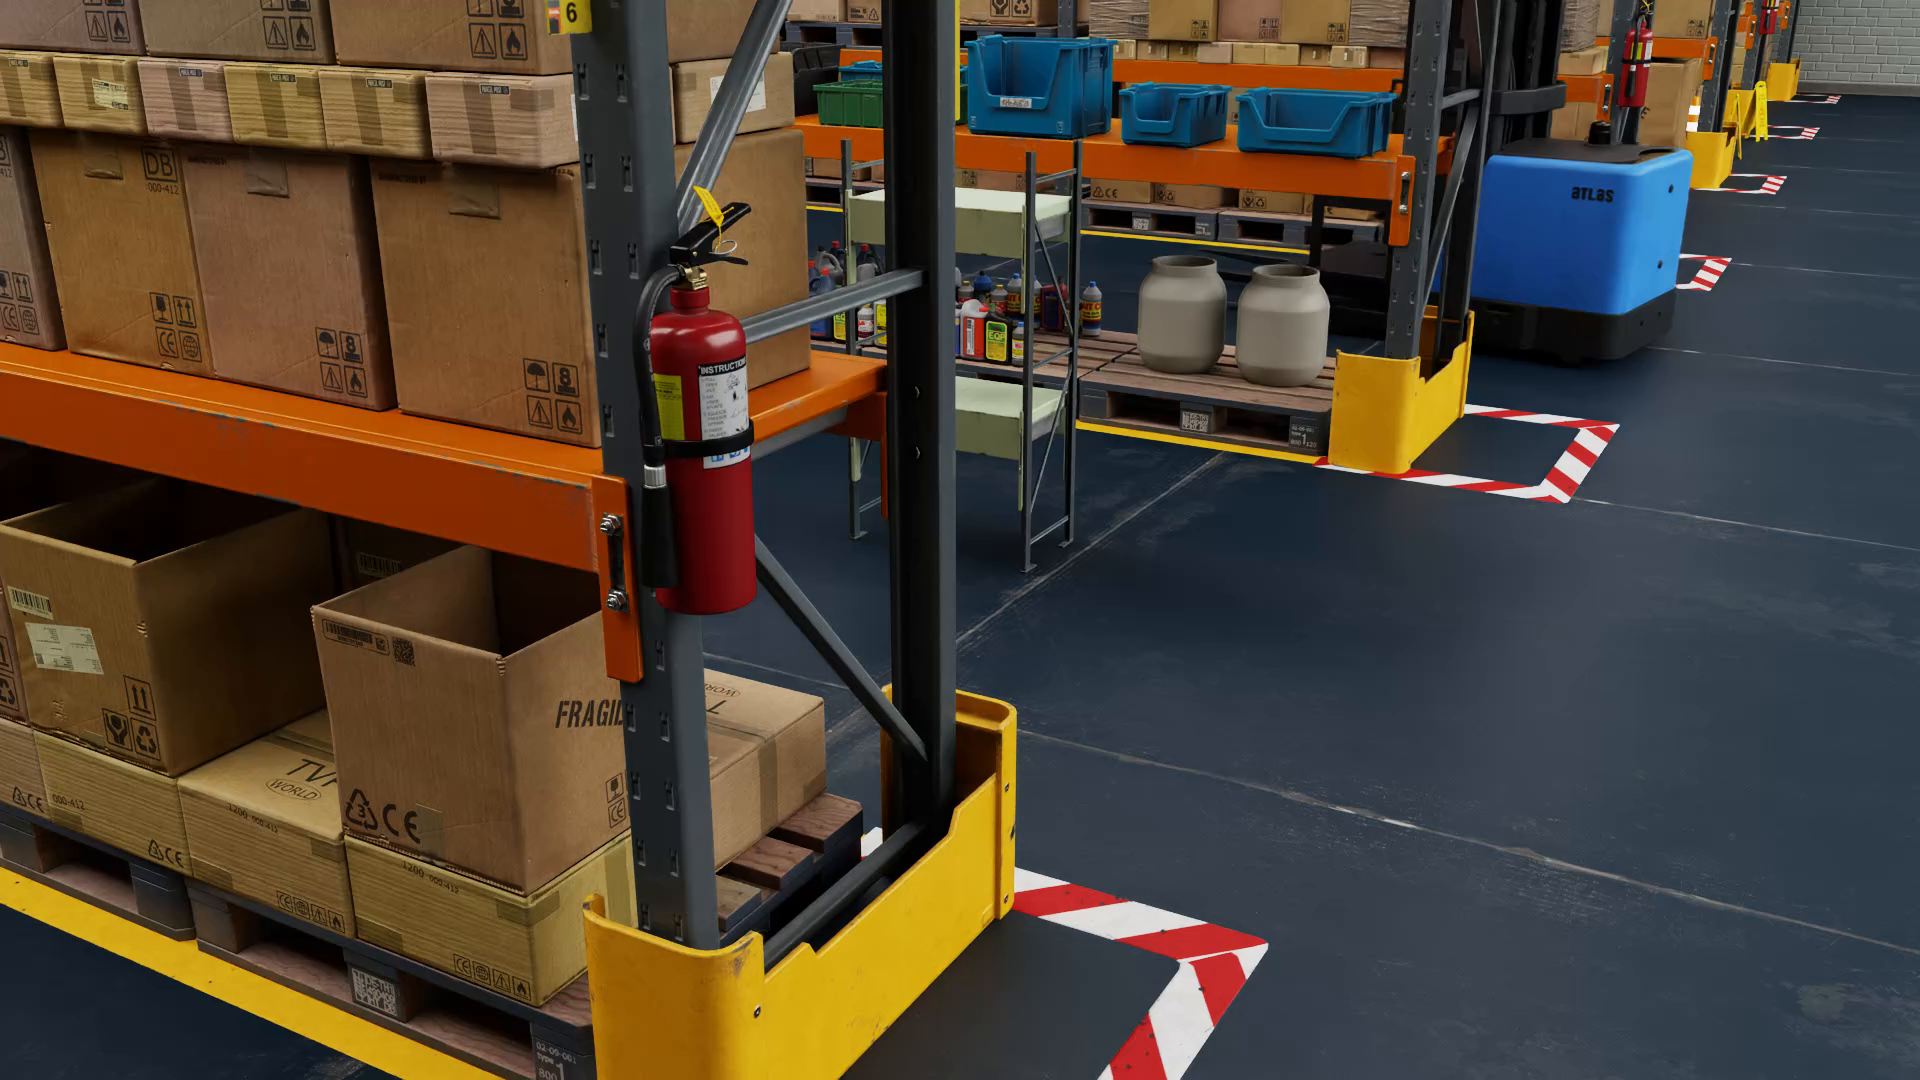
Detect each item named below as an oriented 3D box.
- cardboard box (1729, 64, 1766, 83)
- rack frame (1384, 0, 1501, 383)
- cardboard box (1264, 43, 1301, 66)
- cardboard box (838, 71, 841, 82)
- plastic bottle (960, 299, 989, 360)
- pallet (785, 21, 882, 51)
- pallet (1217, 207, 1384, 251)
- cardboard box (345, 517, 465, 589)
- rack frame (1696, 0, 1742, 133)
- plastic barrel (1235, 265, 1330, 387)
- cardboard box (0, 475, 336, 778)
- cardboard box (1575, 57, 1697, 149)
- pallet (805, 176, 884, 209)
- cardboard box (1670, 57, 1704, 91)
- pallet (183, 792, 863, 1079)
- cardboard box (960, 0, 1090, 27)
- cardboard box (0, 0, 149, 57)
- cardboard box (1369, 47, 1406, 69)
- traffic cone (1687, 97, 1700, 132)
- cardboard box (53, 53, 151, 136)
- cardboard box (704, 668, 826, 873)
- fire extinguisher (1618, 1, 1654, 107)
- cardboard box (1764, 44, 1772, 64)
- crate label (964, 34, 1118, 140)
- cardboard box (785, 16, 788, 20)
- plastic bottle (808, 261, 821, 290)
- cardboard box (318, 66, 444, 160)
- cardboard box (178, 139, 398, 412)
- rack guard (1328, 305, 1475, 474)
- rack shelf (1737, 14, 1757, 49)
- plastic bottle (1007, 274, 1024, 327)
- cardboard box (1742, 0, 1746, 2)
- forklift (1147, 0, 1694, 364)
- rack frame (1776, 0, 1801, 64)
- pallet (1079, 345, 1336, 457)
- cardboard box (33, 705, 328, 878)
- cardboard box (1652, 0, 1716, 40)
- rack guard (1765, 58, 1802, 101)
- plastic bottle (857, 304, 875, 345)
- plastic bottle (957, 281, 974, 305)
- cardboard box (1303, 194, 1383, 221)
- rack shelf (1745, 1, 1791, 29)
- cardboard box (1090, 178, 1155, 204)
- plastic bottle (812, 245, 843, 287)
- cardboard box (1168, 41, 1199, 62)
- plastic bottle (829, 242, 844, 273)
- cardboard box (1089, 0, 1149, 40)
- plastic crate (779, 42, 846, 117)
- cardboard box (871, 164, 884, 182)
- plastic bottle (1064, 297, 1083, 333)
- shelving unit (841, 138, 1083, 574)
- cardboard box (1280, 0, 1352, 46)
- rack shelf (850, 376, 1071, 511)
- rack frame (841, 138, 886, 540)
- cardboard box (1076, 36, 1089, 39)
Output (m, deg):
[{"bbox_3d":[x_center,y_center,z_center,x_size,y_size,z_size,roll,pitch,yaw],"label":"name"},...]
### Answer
[{"bbox_3d":[11.218,-6.679,23.796,0.500,0.250,0.500,11,23,28],"label":"cardboard box"},{"bbox_3d":[2.116,-1.888,7.170,0.127,3.000,1.000,11,23,27],"label":"rack frame"},{"bbox_3d":[2.397,-3.538,12.089,0.250,0.149,0.380,11,23,27],"label":"cardboard box"},{"bbox_3d":[-1.099,-5.294,19.609,0.500,0.500,0.500,12,23,29],"label":"cardboard box"},{"bbox_3d":[0.092,-1.039,8.179,0.135,0.276,0.152,11,23,28],"label":"plastic bottle"},{"bbox_3d":[-0.704,-4.285,14.061,1.213,0.211,1.003,11,23,27],"label":"pallet"},{"bbox_3d":[2.712,-2.413,12.707,1.213,0.211,1.003,11,23,27],"label":"pallet"},{"bbox_3d":[-1.100,0.091,4.032,0.500,0.500,0.500,11,23,27],"label":"cardboard box"},{"bbox_3d":[7.039,-4.822,15.259,0.127,3.000,1.000,11,23,27],"label":"rack frame"},{"bbox_3d":[1.504,-1.002,7.761,0.421,0.512,0.421,0,20,0],"label":"plastic barrel"},{"bbox_3d":[-1.796,0.167,3.824,0.500,0.500,0.500,11,23,27],"label":"cardboard box"},{"bbox_3d":[6.414,-4.113,15.806,0.875,0.875,0.875,11,23,28],"label":"cardboard box"},{"bbox_3d":[-0.710,-3.048,14.458,1.213,0.211,1.003,11,23,27],"label":"pallet"},{"bbox_3d":[8.538,-5.625,19.790,0.500,0.500,0.500,11,23,28],"label":"cardboard box"},{"bbox_3d":[-0.991,0.783,3.898,1.213,0.211,1.003,11,23,27],"label":"pallet"},{"bbox_3d":[0.414,-4.680,13.374,1.000,1.000,1.000,11,23,28],"label":"cardboard box"},{"bbox_3d":[-1.653,-1.330,3.584,0.500,0.500,0.700,11,23,28],"label":"cardboard box"},{"bbox_3d":[3.083,-3.433,11.798,0.250,0.149,0.380,11,23,27],"label":"cardboard box"},{"bbox_3d":[8.360,-4.807,18.939,0.334,0.463,0.336,11,23,27],"label":"traffic cone"},{"bbox_3d":[-1.630,-0.944,3.471,0.250,0.149,0.380,12,23,29],"label":"cardboard box"},{"bbox_3d":[-0.663,0.526,3.932,0.500,0.250,0.500,11,23,27],"label":"cardboard box"},{"bbox_3d":[4.407,-3.169,10.817,0.183,0.674,0.296,11,23,27],"label":"fire extinguisher"},{"bbox_3d":[11.473,-7.070,24.141,0.500,0.250,0.500,11,23,28],"label":"cardboard box"},{"bbox_3d":[0.377,-2.130,7.786,0.616,0.435,0.502,11,23,27],"label":"crate label"},{"bbox_3d":[-1.426,-4.796,14.425,0.500,0.500,0.700,15,25,35],"label":"cardboard box"},{"bbox_3d":[-0.803,-1.299,8.788,0.185,0.351,0.144,11,23,27],"label":"plastic bottle"},{"bbox_3d":[-0.959,-0.815,3.116,0.250,0.149,0.380,11,23,29],"label":"cardboard box"},{"bbox_3d":[-1.165,-0.628,3.551,0.500,0.500,0.700,11,23,29],"label":"cardboard box"},{"bbox_3d":[2.027,-0.711,7.592,0.348,0.500,1.175,11,23,27],"label":"rack guard"},{"bbox_3d":[7.619,-6.307,20.407,4.000,0.370,1.077,11,23,27],"label":"rack shelf"},{"bbox_3d":[0.299,-1.280,8.850,0.097,0.271,0.097,0,20,0],"label":"plastic bottle"},{"bbox_3d":[9.086,-6.660,19.745,0.500,0.500,0.500,10,22,26],"label":"cardboard box"},{"bbox_3d":[2.582,-2.707,9.529,3.031,2.935,1.130,15,25,36],"label":"forklift"},{"bbox_3d":[11.782,-7.791,23.443,0.127,3.000,1.000,11,23,27],"label":"rack frame"},{"bbox_3d":[1.320,-0.712,8.018,1.213,0.211,1.003,11,23,27],"label":"pallet"},{"bbox_3d":[-1.795,0.518,3.954,0.500,0.250,0.500,11,23,27],"label":"cardboard box"},{"bbox_3d":[6.693,-4.941,15.366,0.550,0.550,0.875,11,23,27],"label":"cardboard box"},{"bbox_3d":[11.803,-6.611,23.858,0.348,0.500,1.175,11,23,27],"label":"rack guard"},{"bbox_3d":[-0.473,-1.101,8.460,0.097,0.201,0.097,0,20,0],"label":"plastic bottle"},{"bbox_3d":[0.033,-1.297,9.002,0.097,0.201,0.097,0,20,0],"label":"plastic bottle"},{"bbox_3d":[2.919,-2.692,12.438,0.500,0.500,0.500,13,24,32],"label":"cardboard box"},{"bbox_3d":[10.036,-7.785,24.483,4.000,0.370,1.077,11,23,27],"label":"rack shelf"},{"bbox_3d":[1.369,-2.971,13.207,0.500,0.500,0.500,10,22,26],"label":"cardboard box"},{"bbox_3d":[-0.744,-1.450,9.203,0.185,0.351,0.144,11,23,27],"label":"plastic bottle"},{"bbox_3d":[1.747,-3.666,12.442,0.250,0.149,0.380,11,23,27],"label":"cardboard box"},{"bbox_3d":[-0.673,-1.493,9.322,0.185,0.351,0.144,10,22,26],"label":"plastic bottle"},{"bbox_3d":[1.402,-4.121,12.744,0.500,0.500,0.875,11,23,27],"label":"cardboard box"},{"bbox_3d":[-0.981,-2.399,8.670,0.504,0.338,0.767,11,23,27],"label":"plastic crate"},{"bbox_3d":[-0.382,-3.345,14.209,0.500,0.500,0.700,9,22,23],"label":"cardboard box"},{"bbox_3d":[0.595,-1.190,8.706,0.097,0.201,0.097,0,20,0],"label":"plastic bottle"},{"bbox_3d":[0.006,-0.704,6.106,0.755,1.500,0.431,11,23,27],"label":"shelving unit"},{"bbox_3d":[2.724,-3.879,12.076,0.500,0.500,0.875,11,23,27],"label":"cardboard box"},{"bbox_3d":[0.006,-0.397,6.217,0.720,0.370,0.431,11,23,27],"label":"rack shelf"},{"bbox_3d":[-0.314,-0.765,6.274,0.023,1.500,0.400,11,23,27],"label":"rack frame"},{"bbox_3d":[1.081,-3.784,12.766,0.250,0.149,0.380,11,23,27],"label":"cardboard box"}]
